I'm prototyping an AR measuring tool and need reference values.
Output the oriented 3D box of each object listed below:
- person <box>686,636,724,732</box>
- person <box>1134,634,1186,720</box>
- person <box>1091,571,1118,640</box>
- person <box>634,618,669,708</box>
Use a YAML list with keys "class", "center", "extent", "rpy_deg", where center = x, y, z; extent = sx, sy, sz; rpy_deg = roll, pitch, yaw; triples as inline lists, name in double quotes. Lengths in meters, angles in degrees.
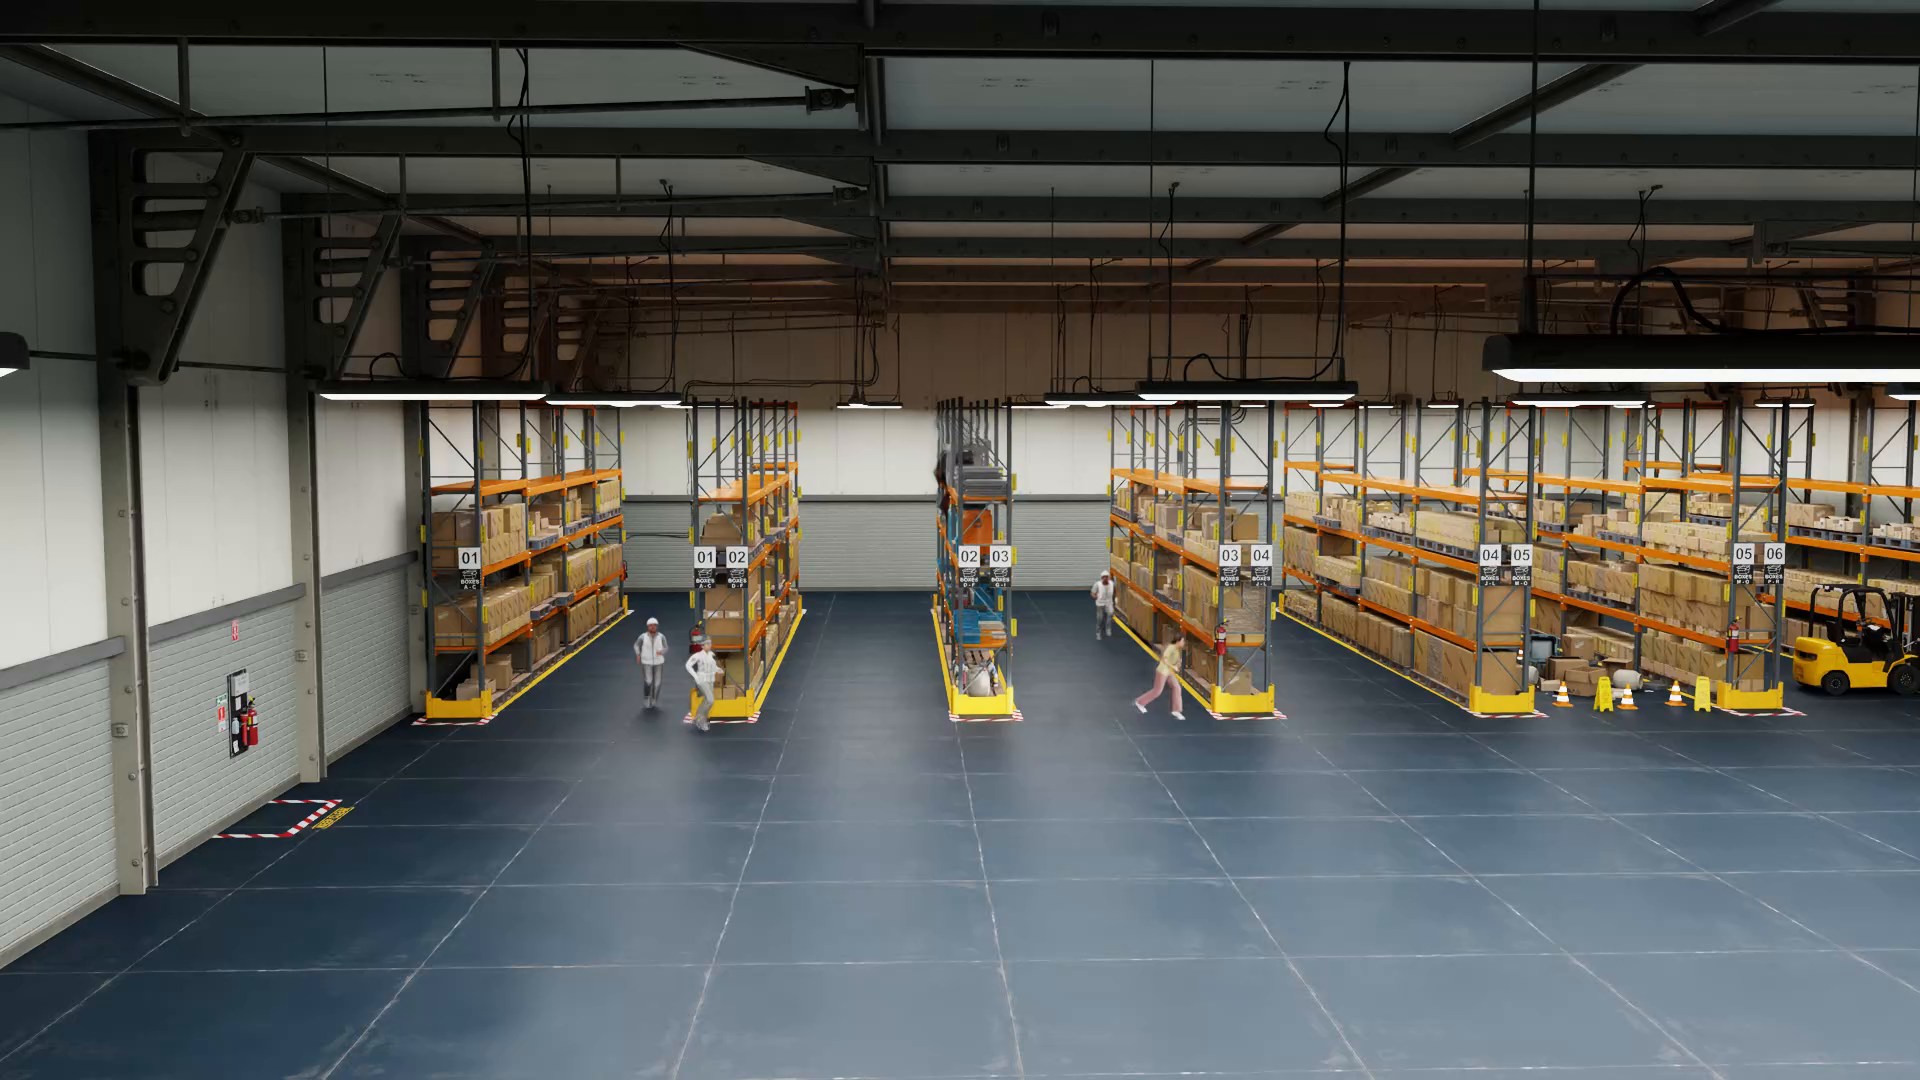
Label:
- class: "person"
  center: [-4.561, 2.581, 29.880]
  extent: [0.695, 1.716, 0.588]
  rpy_deg: [3, 5, 34]
- class: "person"
  center: [3.759, 2.542, 31.124]
  extent: [1.004, 1.625, 0.614]
  rpy_deg: [2, 5, 19]
- class: "person"
  center: [3.570, 1.625, 41.067]
  extent: [0.703, 1.754, 0.888]
  rpy_deg: [-1, 4, -7]
- class: "person"
  center: [-5.914, 2.370, 31.957]
  extent: [0.637, 1.740, 0.659]
  rpy_deg: [-1, 5, -18]
